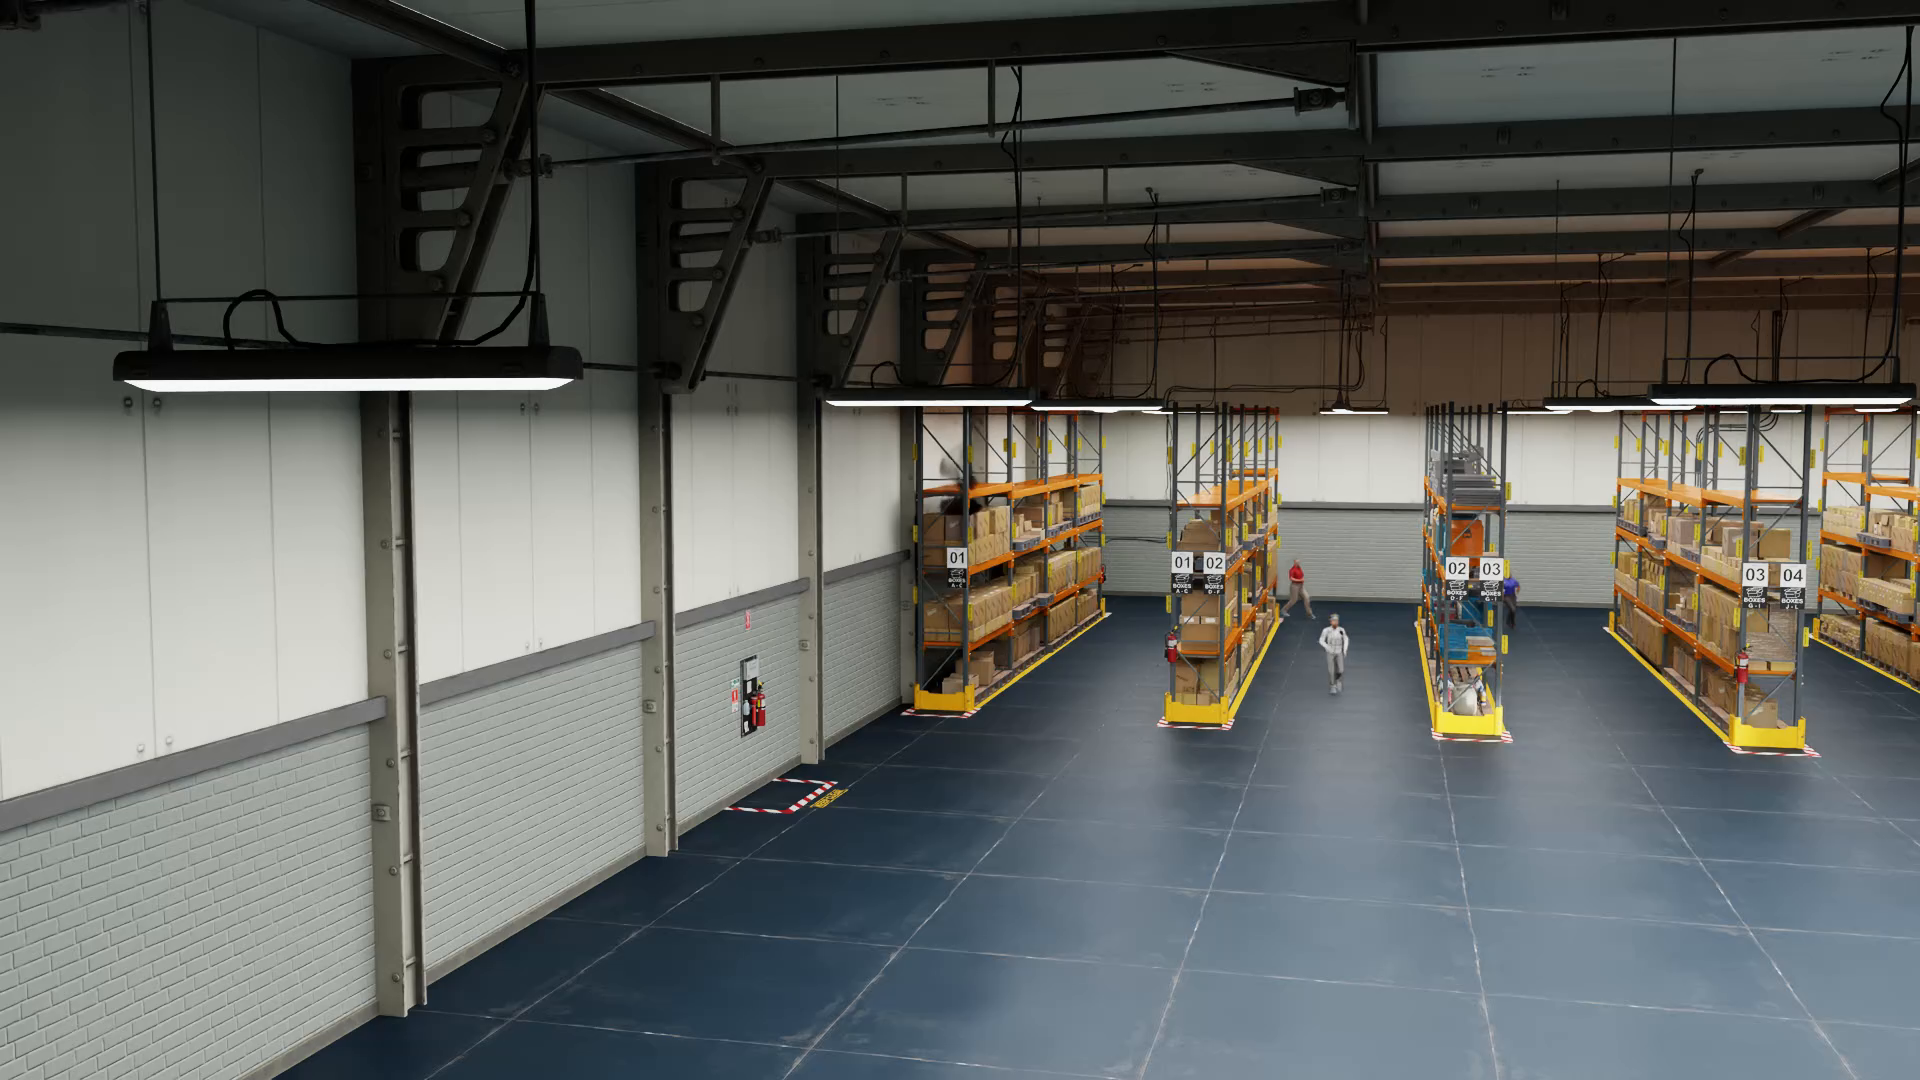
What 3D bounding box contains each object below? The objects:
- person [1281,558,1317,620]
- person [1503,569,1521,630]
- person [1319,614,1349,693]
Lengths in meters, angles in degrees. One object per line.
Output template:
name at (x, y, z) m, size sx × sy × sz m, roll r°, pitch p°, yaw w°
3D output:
person at (9.566, 1.384, 47.202) m, size 0.975 × 1.740 × 0.672 m, roll 4°, pitch 6°, yaw 43°
person at (14.793, 1.610, 44.854) m, size 0.639 × 1.670 × 0.708 m, roll -1°, pitch 4°, yaw -13°
person at (7.741, 2.351, 34.367) m, size 0.631 × 1.650 × 0.537 m, roll 0°, pitch 4°, yaw 4°
